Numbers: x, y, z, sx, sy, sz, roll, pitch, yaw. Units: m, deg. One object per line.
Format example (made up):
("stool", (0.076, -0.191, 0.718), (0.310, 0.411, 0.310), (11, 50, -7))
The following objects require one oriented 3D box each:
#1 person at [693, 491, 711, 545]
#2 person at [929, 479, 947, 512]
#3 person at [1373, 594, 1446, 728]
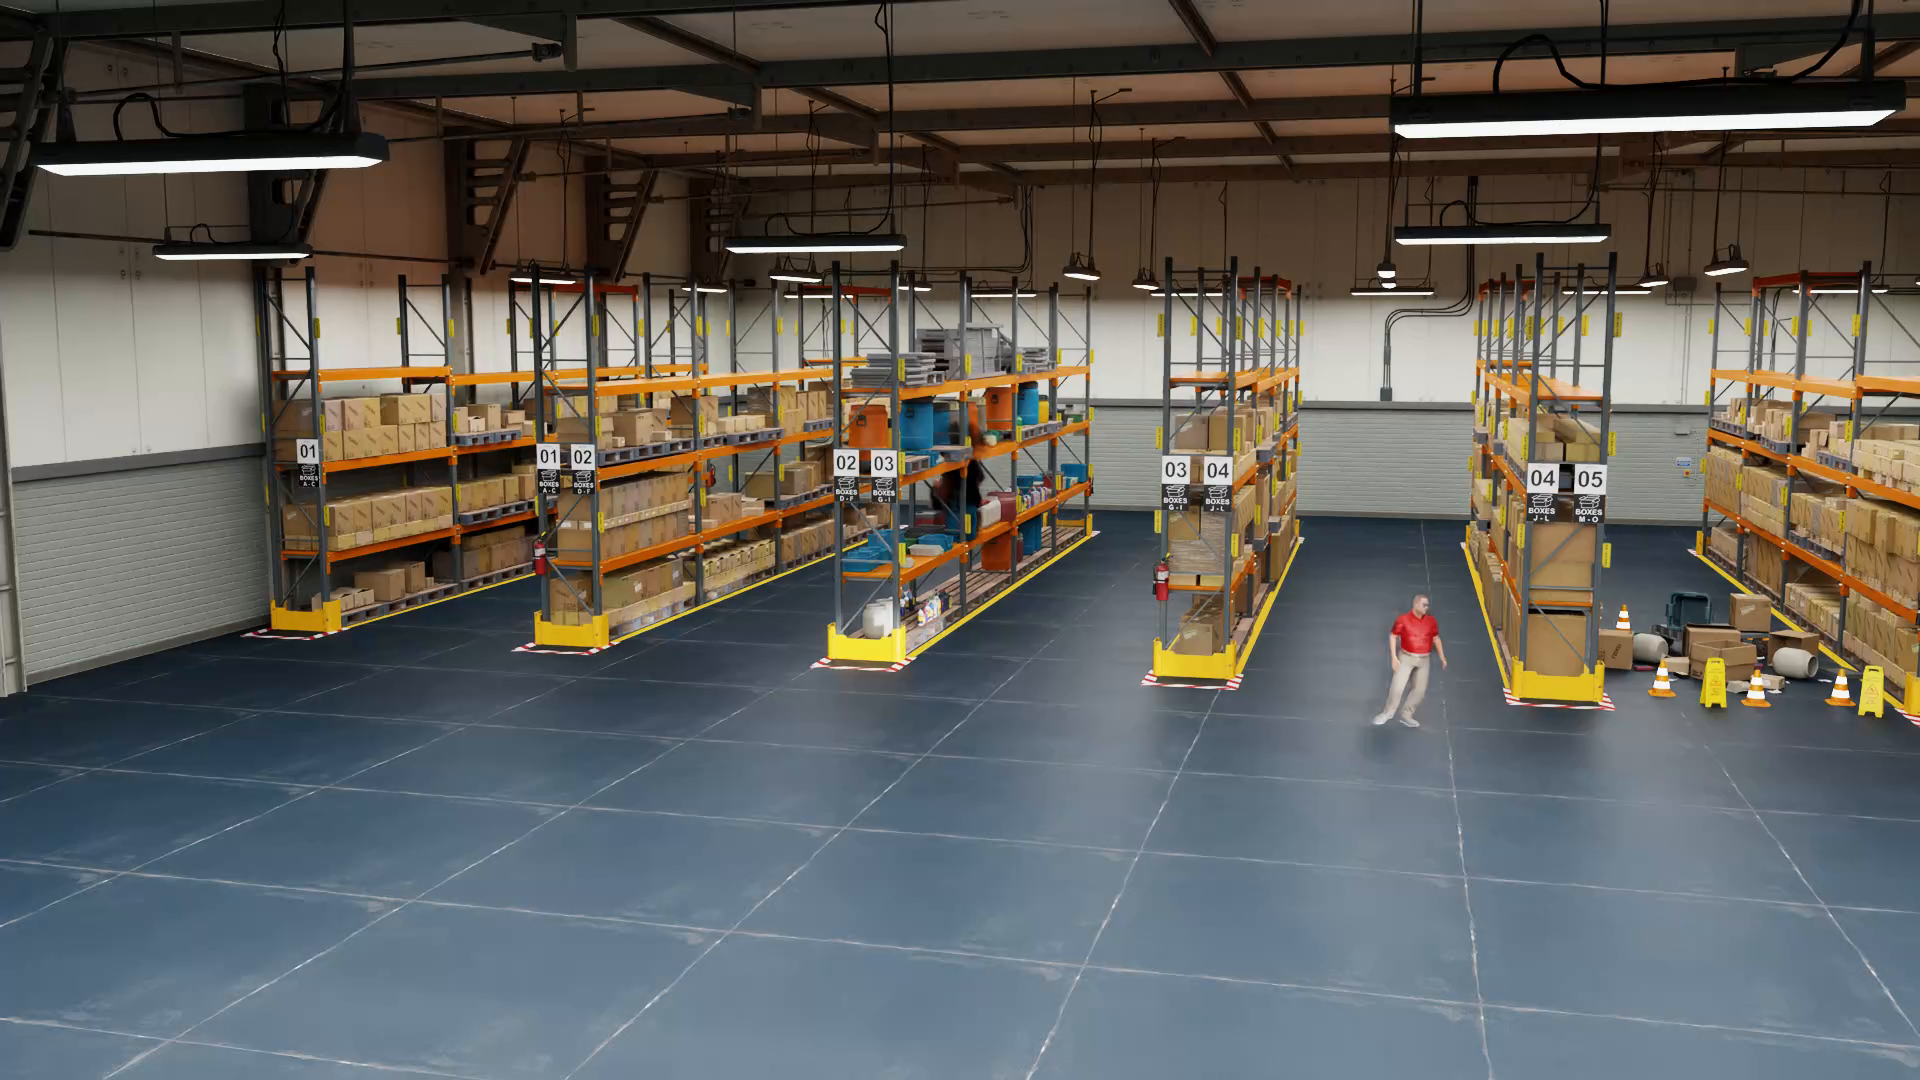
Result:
("person", (-5.541, -0.299, 35.716), (0.606, 1.574, 0.738), (1, 7, 5))
("person", (-0.369, -0.610, 38.580), (0.651, 1.484, 0.986), (4, 8, 27))
("person", (5.649, 1.527, 20.849), (0.787, 1.699, 0.602), (-1, 7, -12))
